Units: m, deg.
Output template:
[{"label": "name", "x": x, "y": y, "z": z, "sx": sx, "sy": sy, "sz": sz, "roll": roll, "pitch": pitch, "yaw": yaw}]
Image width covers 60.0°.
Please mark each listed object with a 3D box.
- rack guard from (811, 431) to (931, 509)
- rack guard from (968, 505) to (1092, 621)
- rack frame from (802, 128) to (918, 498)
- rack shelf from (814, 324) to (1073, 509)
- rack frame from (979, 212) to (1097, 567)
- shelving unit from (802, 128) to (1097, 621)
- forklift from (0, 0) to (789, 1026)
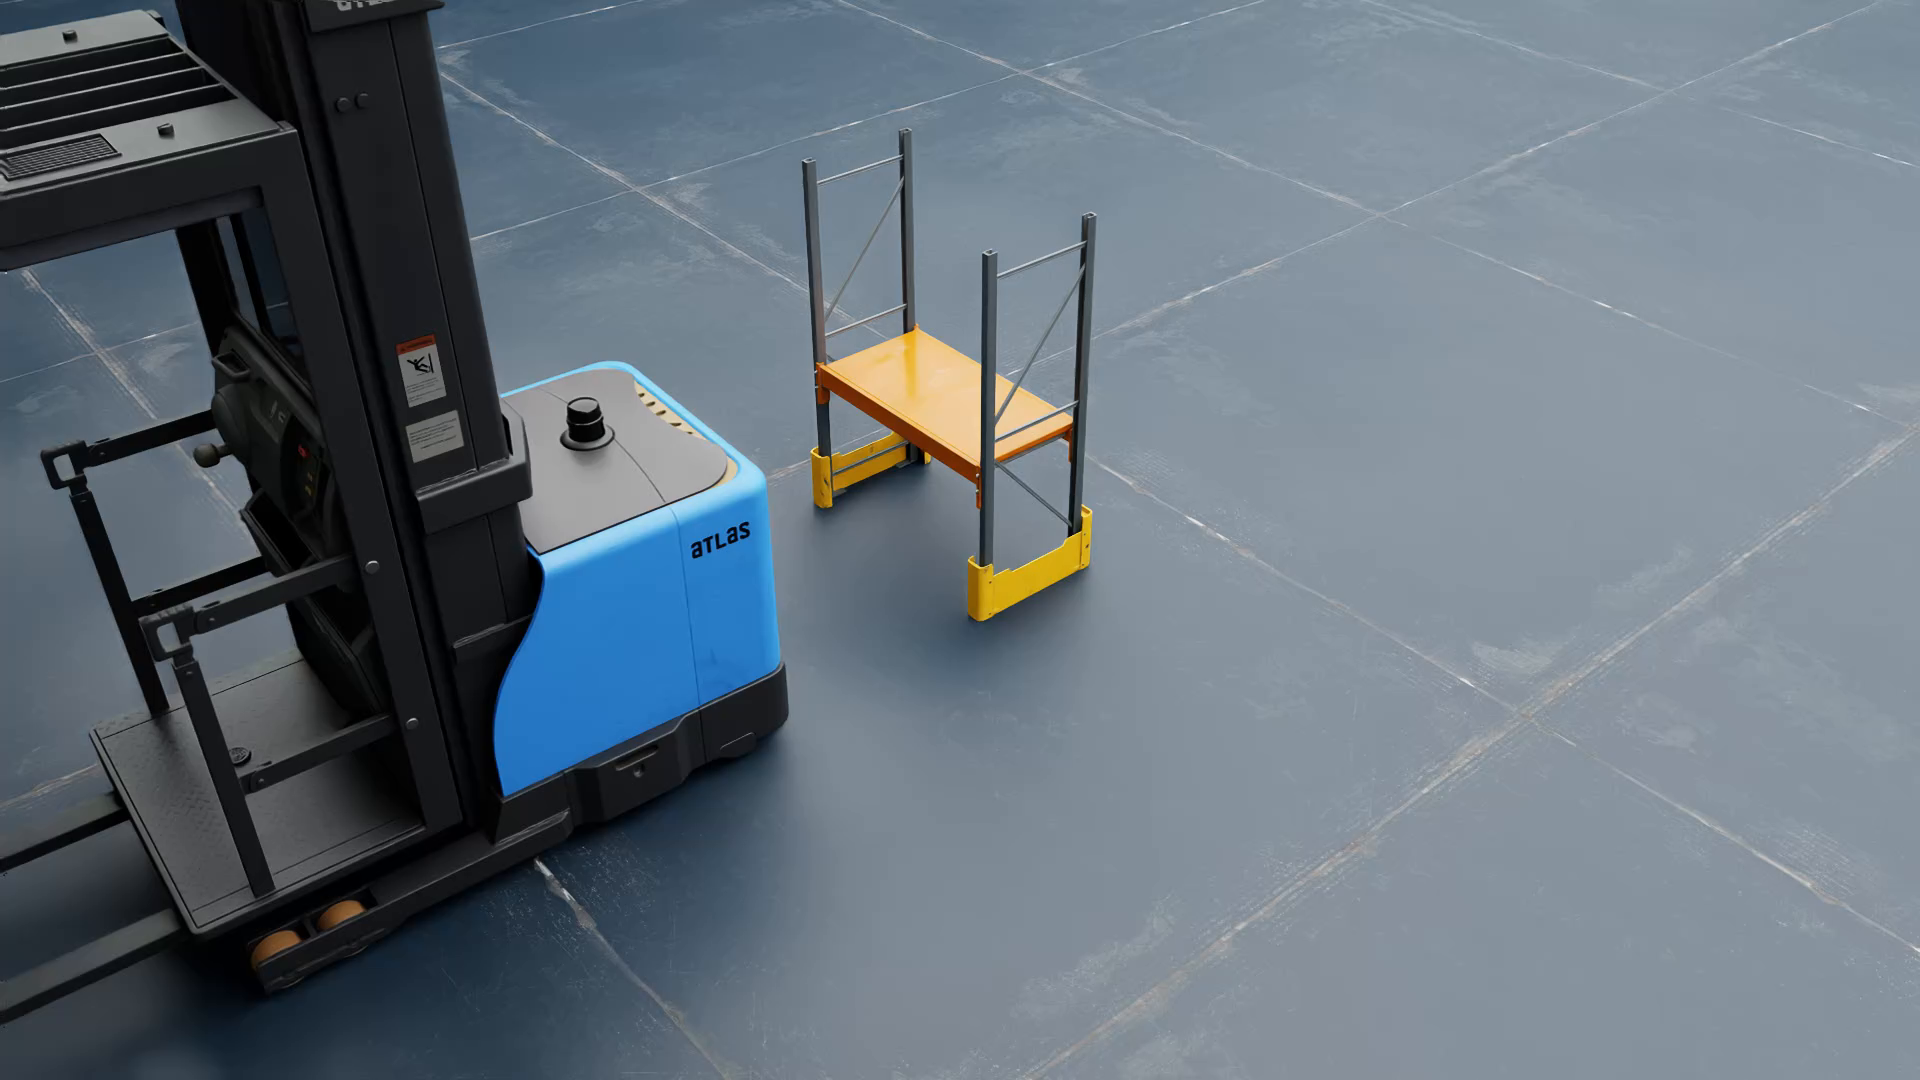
[{"label": "rack guard", "x": -0.371, "y": -0.356, "z": 7.036, "sx": 0.587, "sy": 0.250, "sz": 0.087, "roll": -26, "pitch": 43, "yaw": -32}, {"label": "rack guard", "x": 0.272, "y": 0.084, "z": 6.415, "sx": 0.587, "sy": 0.250, "sz": 0.087, "roll": -26, "pitch": 43, "yaw": -32}, {"label": "rack frame", "x": -0.383, "y": -0.874, "z": 6.687, "sx": 0.500, "sy": 1.500, "sz": 0.032, "roll": -26, "pitch": 43, "yaw": -32}, {"label": "rack shelf", "x": -0.055, "y": -0.503, "z": 6.474, "sx": 0.538, "sy": 0.185, "sz": 1.000, "roll": -26, "pitch": 43, "yaw": -32}, {"label": "rack frame", "x": 0.273, "y": -0.425, "z": 6.053, "sx": 0.500, "sy": 1.500, "sz": 0.032, "roll": -26, "pitch": 43, "yaw": -32}, {"label": "shelving unit", "x": -0.049, "y": -0.646, "z": 6.364, "sx": 0.587, "sy": 1.500, "sz": 1.083, "roll": -26, "pitch": 43, "yaw": -32}, {"label": "forklift", "x": -2.070, "y": -0.227, "z": 4.534, "sx": 3.031, "sy": 2.935, "sz": 1.130, "roll": -24, "pitch": 42, "yaw": -30}]
